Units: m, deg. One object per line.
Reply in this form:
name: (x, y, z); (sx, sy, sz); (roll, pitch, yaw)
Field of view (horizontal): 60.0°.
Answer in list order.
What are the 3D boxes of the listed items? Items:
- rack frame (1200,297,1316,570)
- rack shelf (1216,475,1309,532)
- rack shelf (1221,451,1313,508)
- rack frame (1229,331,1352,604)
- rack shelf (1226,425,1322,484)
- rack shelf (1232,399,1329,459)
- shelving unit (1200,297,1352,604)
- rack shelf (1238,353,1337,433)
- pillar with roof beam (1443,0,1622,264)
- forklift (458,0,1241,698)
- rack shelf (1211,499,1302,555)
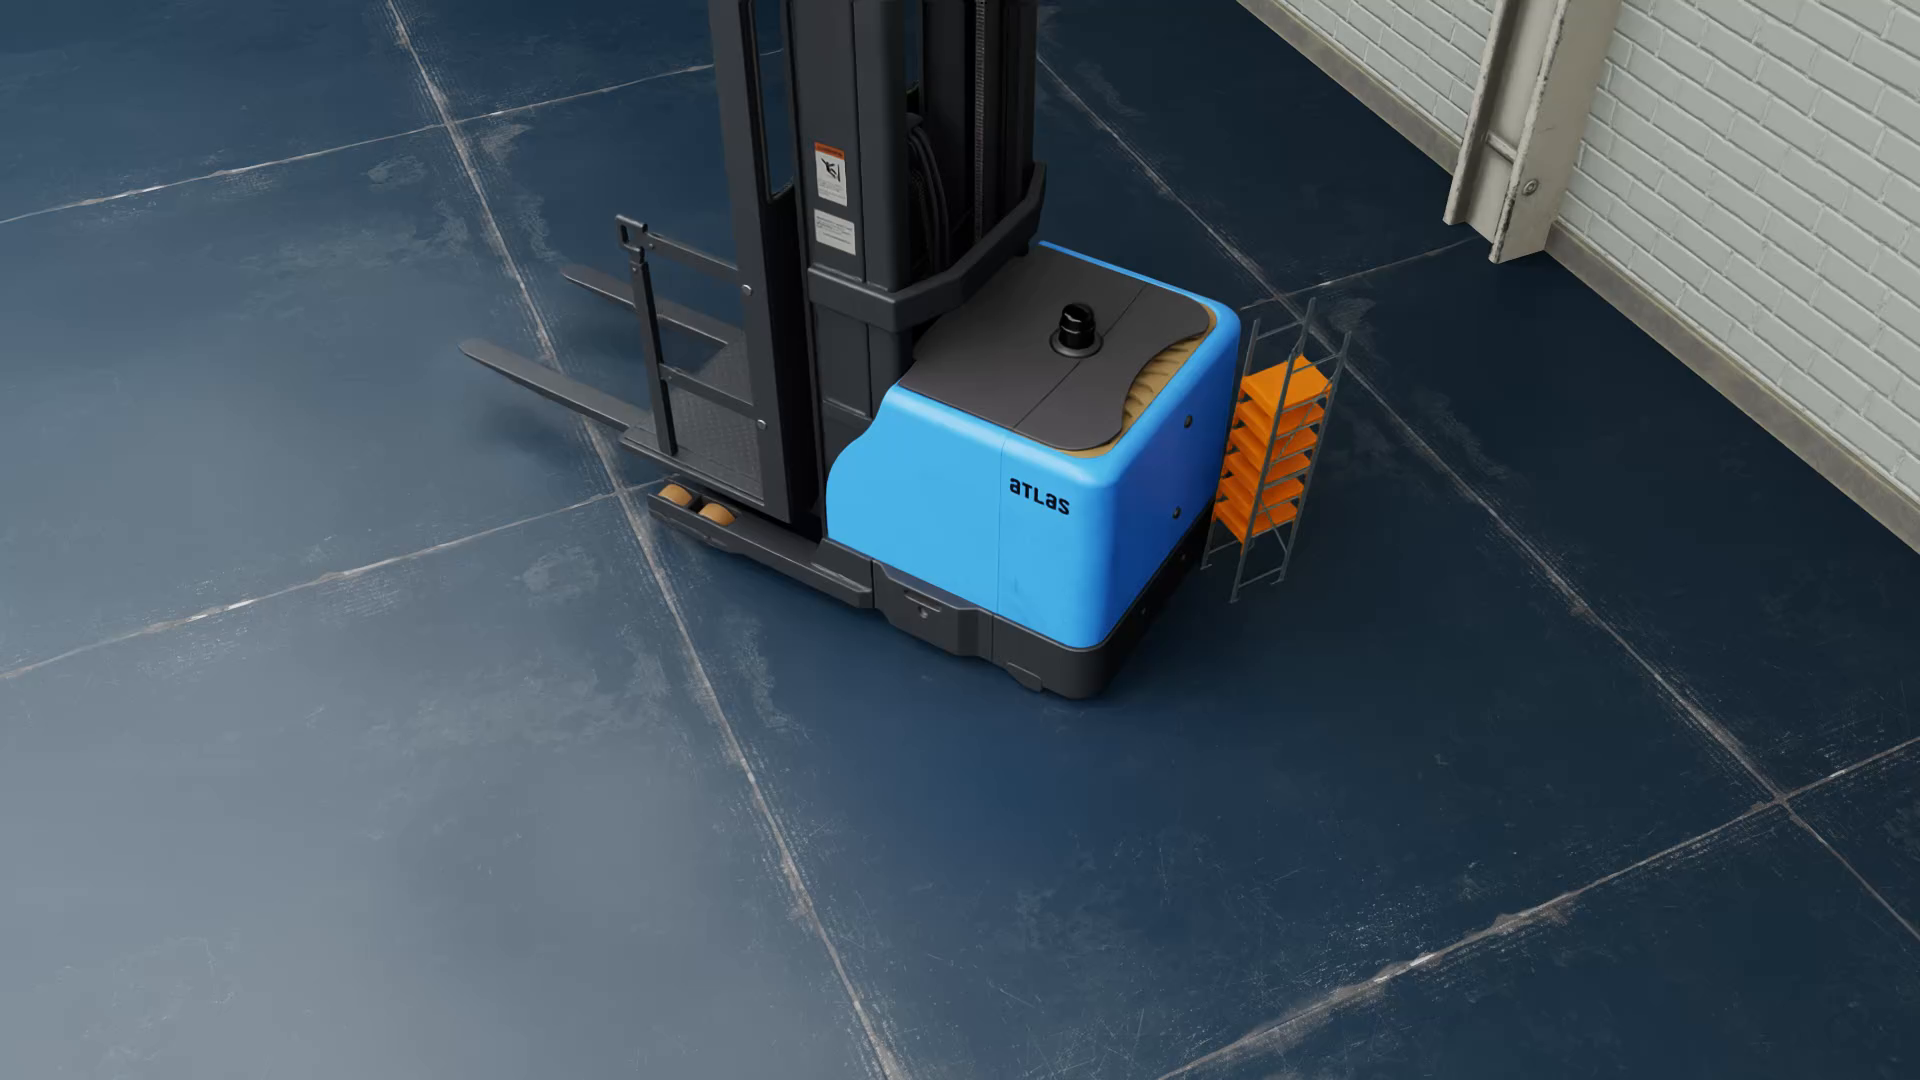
rack frame: (1.011, -0.332, 5.715); (0.240, 1.200, 0.006); (-22, 53, -21)
rack shelf: (1.050, -0.162, 5.786); (0.258, 0.103, 0.180); (-22, 53, -21)
rack shelf: (1.054, -0.242, 5.697); (0.258, 0.103, 0.180); (-22, 53, -21)
rack frame: (1.101, -0.212, 5.612); (0.240, 1.200, 0.006); (-22, 53, -21)
rack shelf: (1.059, -0.322, 5.607); (0.258, 0.103, 0.180); (-22, 53, -21)
rack shelf: (1.063, -0.402, 5.518); (0.258, 0.103, 0.180); (-22, 53, -21)
shelving unit: (1.056, -0.272, 5.663); (0.258, 1.200, 0.189); (-22, 53, -21)
rack shelf: (1.067, -0.482, 5.428); (0.258, 0.103, 0.180); (-22, 53, -21)
pillar with roof beam: (-1.431, -3.350, 3.238); (9.100, 9.000, 0.400); (-18, 47, -17)
forklift: (-0.574, -1.305, 5.486); (3.031, 2.935, 1.130); (24, 49, 22)
rack shelf: (1.046, -0.082, 5.875); (0.258, 0.103, 0.180); (-22, 53, -21)
